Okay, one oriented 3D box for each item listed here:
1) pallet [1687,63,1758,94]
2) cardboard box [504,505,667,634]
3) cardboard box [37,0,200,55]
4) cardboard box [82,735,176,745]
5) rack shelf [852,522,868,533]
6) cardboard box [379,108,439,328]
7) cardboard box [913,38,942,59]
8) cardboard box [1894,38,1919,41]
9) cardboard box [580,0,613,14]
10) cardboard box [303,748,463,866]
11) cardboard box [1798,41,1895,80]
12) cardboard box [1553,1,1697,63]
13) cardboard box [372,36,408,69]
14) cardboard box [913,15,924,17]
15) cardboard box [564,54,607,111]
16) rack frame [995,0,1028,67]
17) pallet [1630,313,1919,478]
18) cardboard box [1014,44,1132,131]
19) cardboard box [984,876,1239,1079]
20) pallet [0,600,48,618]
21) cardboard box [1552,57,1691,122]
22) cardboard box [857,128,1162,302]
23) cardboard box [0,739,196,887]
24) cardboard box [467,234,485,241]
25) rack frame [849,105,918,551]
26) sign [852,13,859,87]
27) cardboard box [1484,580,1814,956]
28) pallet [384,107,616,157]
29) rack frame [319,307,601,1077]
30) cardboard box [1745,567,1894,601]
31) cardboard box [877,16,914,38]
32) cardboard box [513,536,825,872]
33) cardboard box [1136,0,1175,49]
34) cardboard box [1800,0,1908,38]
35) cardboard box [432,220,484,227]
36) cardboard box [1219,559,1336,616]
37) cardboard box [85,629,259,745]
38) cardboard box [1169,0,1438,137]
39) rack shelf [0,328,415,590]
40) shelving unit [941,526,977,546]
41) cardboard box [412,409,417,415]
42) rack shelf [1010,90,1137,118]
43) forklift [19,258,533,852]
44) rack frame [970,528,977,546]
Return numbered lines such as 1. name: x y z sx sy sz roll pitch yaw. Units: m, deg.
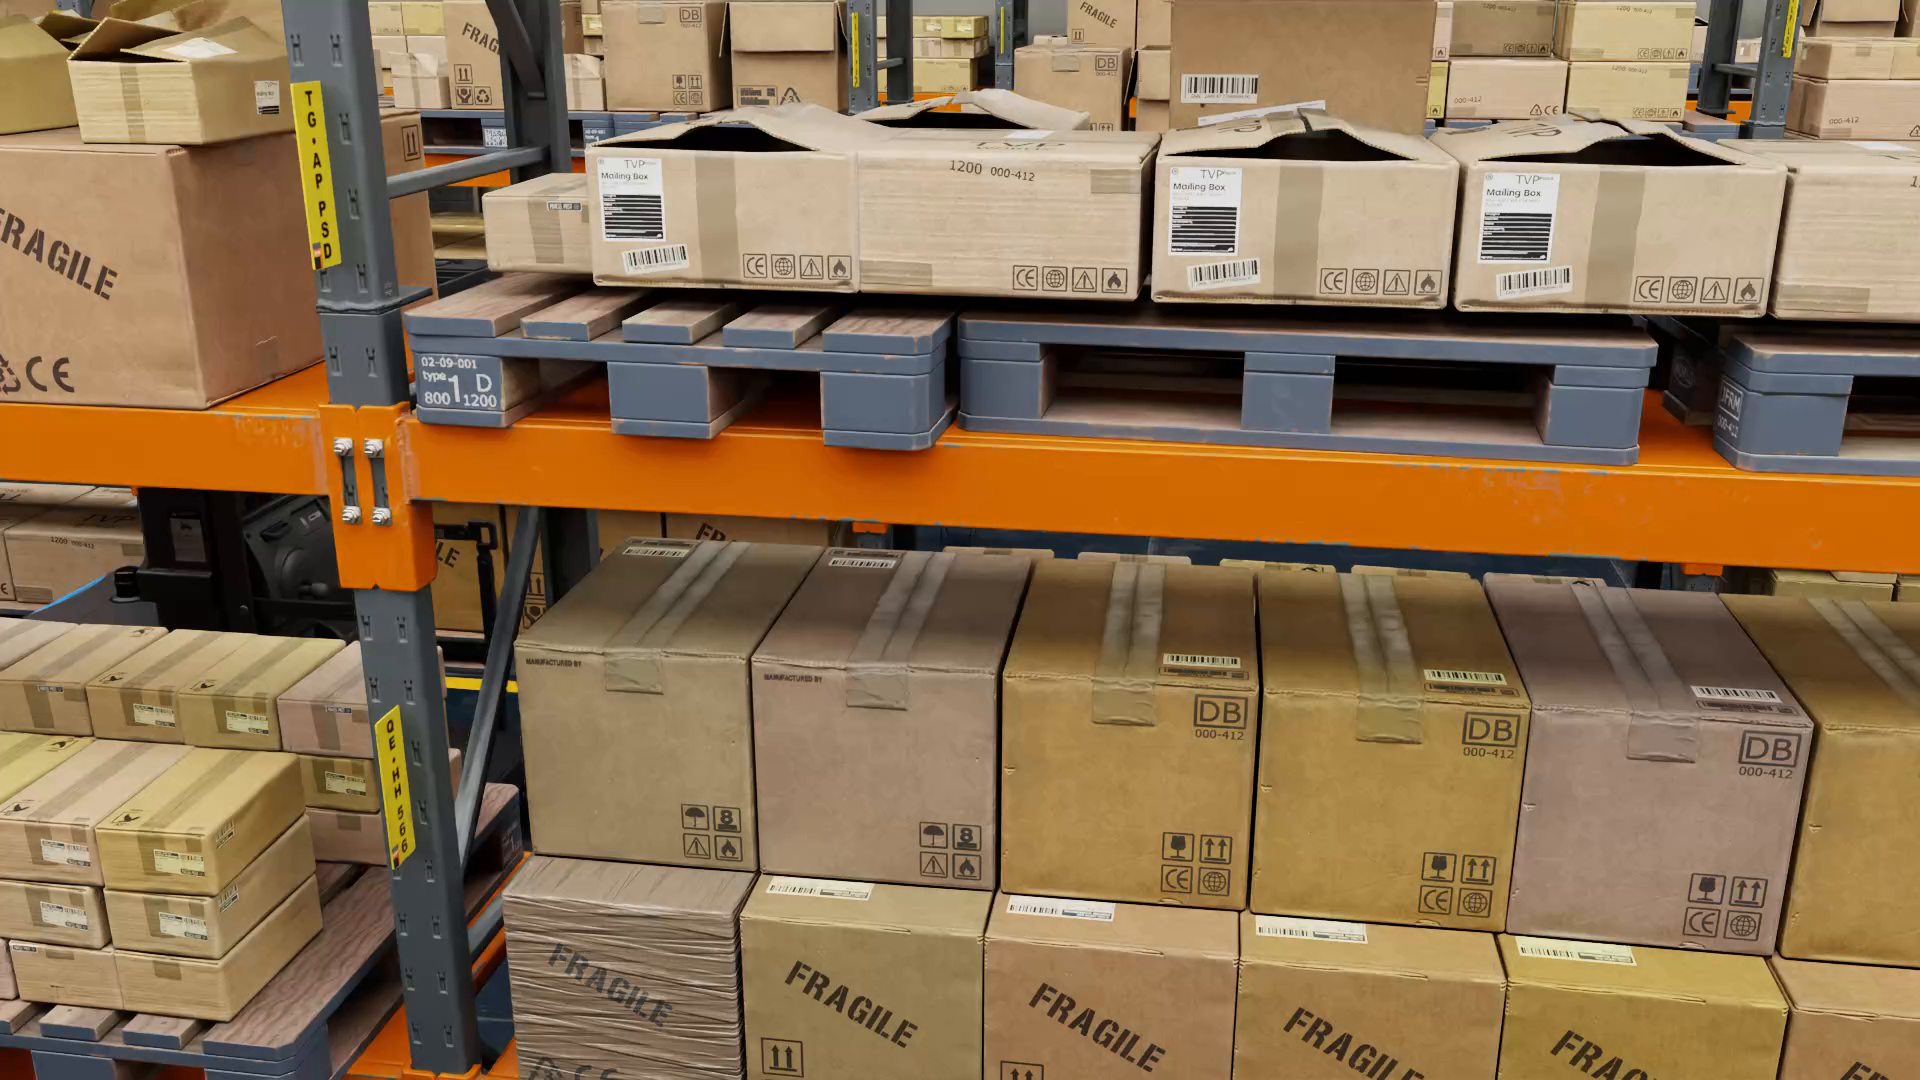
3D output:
1. pallet: 5.198 -3.412 12.186 1.213 0.211 1.003 3 19 9
2. cardboard box: -1.930 -0.011 9.296 0.875 0.875 0.875 3 19 9
3. cardboard box: -1.932 -1.122 3.839 0.258 0.266 0.396 3 19 9
4. cardboard box: -2.044 0.510 4.318 0.250 0.149 0.380 2 19 7
5. rack shelf: -2.356 -0.472 9.121 4.000 0.370 1.077 3 19 9
6. cardboard box: -1.589 -0.739 3.899 0.500 0.500 0.500 3 19 9
7. cardboard box: -0.239 -3.770 12.724 0.250 0.149 0.380 2 19 7
8. cardboard box: 4.427 -2.215 7.608 0.250 0.149 0.380 3 19 10
9. cardboard box: -2.968 -4.360 13.333 0.258 0.266 0.396 3 19 9
10. cardboard box: -1.477 0.677 4.285 0.250 0.149 0.380 3 19 8
11. cardboard box: 3.827 -2.075 7.188 0.250 0.149 0.380 3 19 8
12. cardboard box: 2.975 -2.288 7.474 0.500 0.250 0.500 3 19 10
13. cardboard box: -4.578 -3.930 13.363 0.500 0.250 0.500 2 19 7
14. cardboard box: -0.407 -4.088 13.207 0.250 0.149 0.380 3 19 8
15. cardboard box: -1.797 -2.230 8.064 0.258 0.266 0.396 2 19 7
16. rack frame: 0.402 -5.113 12.402 0.127 3.000 1.000 3 19 9
17. pallet: 1.969 -0.318 3.100 1.217 0.209 0.805 2 19 6
18. cardboard box: 0.553 -2.132 8.062 0.500 0.500 0.700 3 19 9
19. cardboard box: 0.334 0.953 3.569 0.500 0.500 0.500 3 19 9
20. pallet: -5.069 0.346 9.937 1.213 0.211 1.003 3 19 9
21. cardboard box: 2.968 -2.046 7.537 0.500 0.250 0.500 3 19 8
22. cardboard box: 0.107 -0.624 3.131 0.500 0.250 0.500 3 19 10
23. cardboard box: -1.871 0.587 3.619 0.250 0.149 0.380 3 19 8
24. cardboard box: -2.327 -1.415 9.071 0.500 0.500 0.500 3 19 10
25. rack frame: -0.382 -0.713 8.706 0.127 3.000 1.000 3 19 9
26. sign: -0.478 -2.244 7.617 0.005 0.325 0.100 3 19 9
27. cardboard box: 1.384 0.449 3.500 0.500 0.500 0.700 3 19 9
28. pallet: -2.130 -2.117 8.472 1.213 0.211 1.003 4 19 11
29. rack frame: -1.067 0.843 4.056 0.127 3.000 1.000 3 19 9
30. cardboard box: 4.107 0.352 8.013 0.500 0.500 0.500 4 19 11
31. cardboard box: -0.498 -3.918 12.697 0.250 0.149 0.380 2 19 7
32. cardboard box: -0.625 0.347 3.804 0.500 0.500 0.700 3 19 8
33. cardboard box: 1.593 -3.877 12.460 0.500 0.500 0.700 3 19 8
34. cardboard box: 6.258 -3.654 11.785 0.637 0.503 0.797 4 19 10
35. cardboard box: -4.089 -2.488 13.780 0.500 0.250 0.500 3 19 10
36. cardboard box: 1.652 0.440 8.739 0.625 0.372 0.950 4 19 10
37. cardboard box: -2.000 0.371 4.264 0.250 0.149 0.380 3 19 8
38. cardboard box: 0.694 -0.873 3.482 0.500 0.500 0.500 3 19 9
39. rack shelf: -3.042 -0.339 3.995 4.000 0.370 1.077 3 19 9
40. shelving unit: -0.008 -0.427 11.162 0.210 0.900 0.258 3 19 9
41. cardboard box: -2.924 -0.682 8.849 0.500 0.250 0.500 3 19 8
42. rack shelf: 2.377 -3.249 12.691 4.000 0.370 1.077 3 19 9
43. forklift: -2.435 -0.042 6.810 3.031 2.935 1.130 3 19 9
44. rack frame: 0.092 -0.422 11.146 0.006 0.900 0.240 3 19 9
